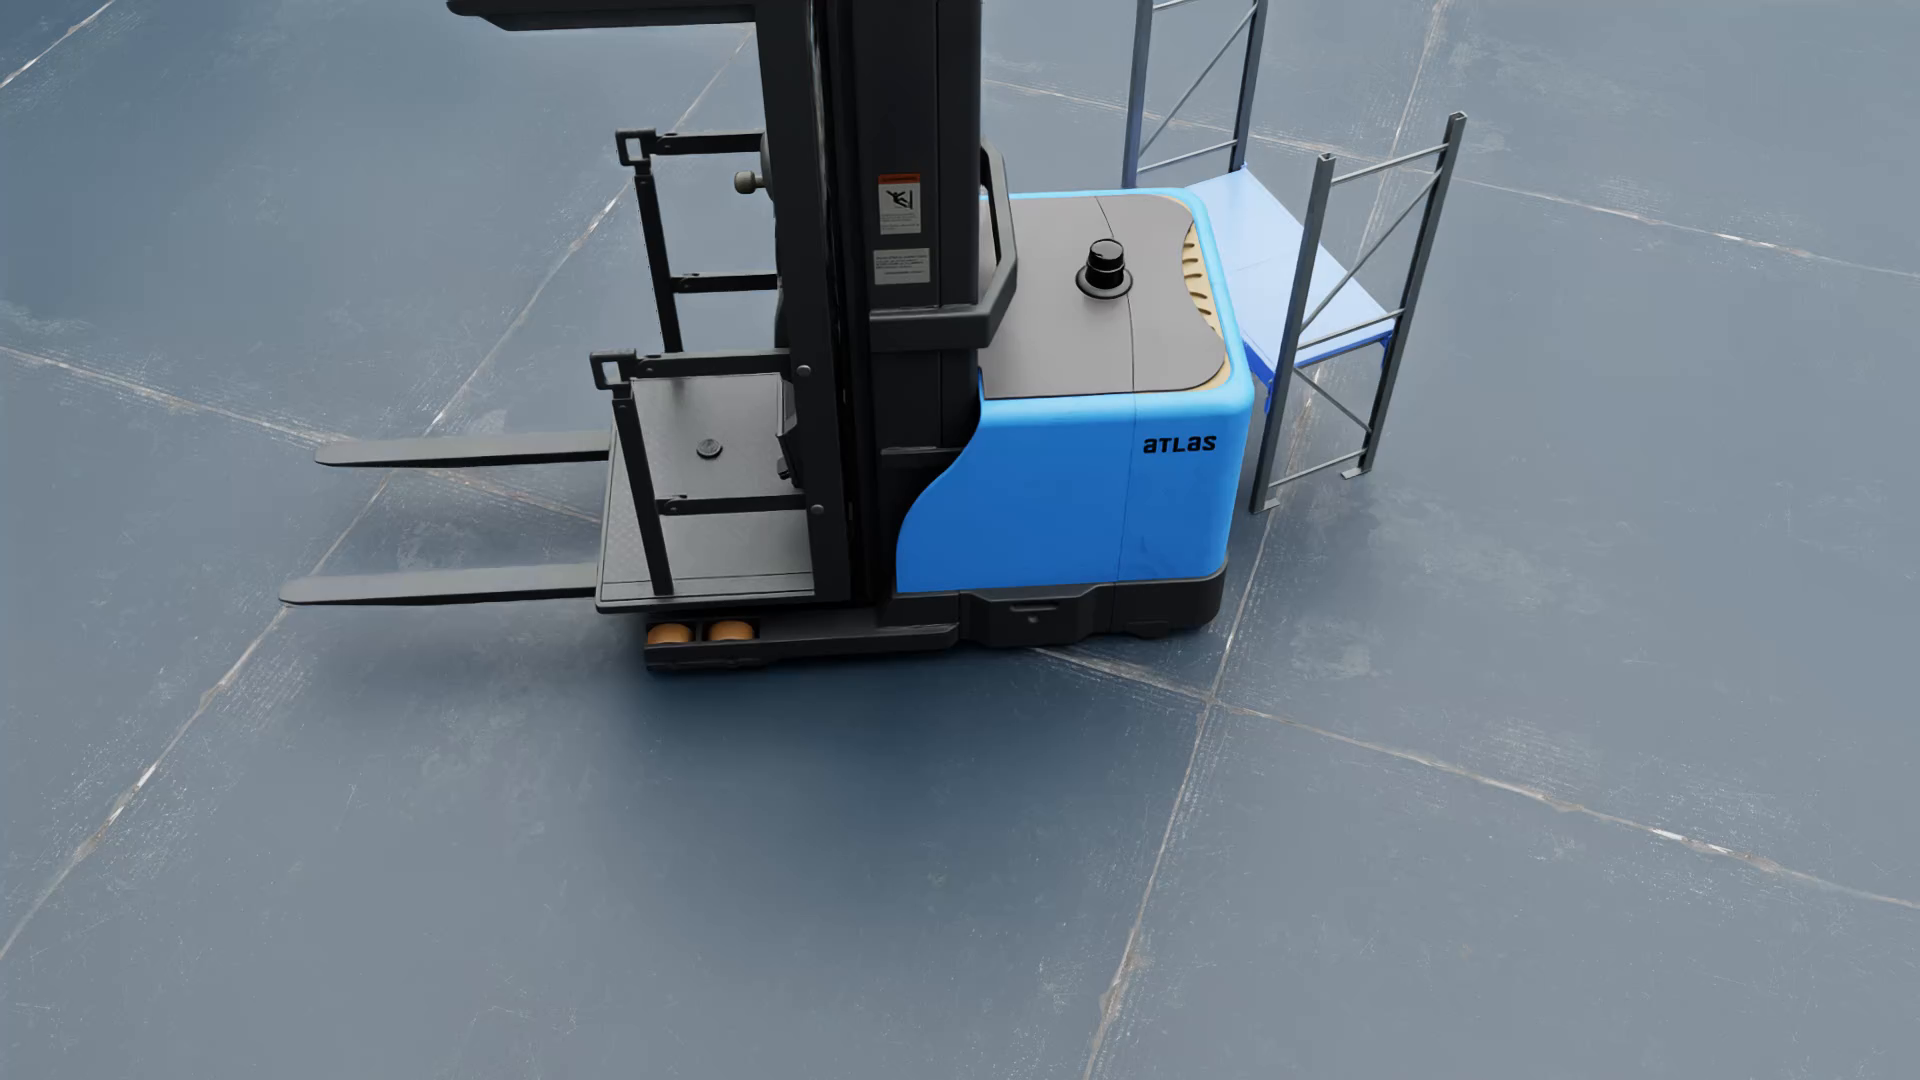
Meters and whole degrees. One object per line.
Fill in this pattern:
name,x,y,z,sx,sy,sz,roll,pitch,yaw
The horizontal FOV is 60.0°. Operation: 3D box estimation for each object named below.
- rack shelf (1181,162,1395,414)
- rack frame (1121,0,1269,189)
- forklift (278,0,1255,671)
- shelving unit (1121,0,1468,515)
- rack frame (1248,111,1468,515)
rack shelf,1.025,-0.898,5.774,0.538,0.185,1.000,-20,52,-16
rack frame,0.804,-1.362,5.938,0.500,1.500,0.032,-20,52,-16
forklift,-0.683,-0.953,4.636,3.031,2.935,1.130,-3,49,-3
shelving unit,1.025,-1.016,5.638,0.538,1.500,1.048,-20,52,-16
rack frame,1.245,-0.670,5.338,0.500,1.500,0.032,-20,52,-16
